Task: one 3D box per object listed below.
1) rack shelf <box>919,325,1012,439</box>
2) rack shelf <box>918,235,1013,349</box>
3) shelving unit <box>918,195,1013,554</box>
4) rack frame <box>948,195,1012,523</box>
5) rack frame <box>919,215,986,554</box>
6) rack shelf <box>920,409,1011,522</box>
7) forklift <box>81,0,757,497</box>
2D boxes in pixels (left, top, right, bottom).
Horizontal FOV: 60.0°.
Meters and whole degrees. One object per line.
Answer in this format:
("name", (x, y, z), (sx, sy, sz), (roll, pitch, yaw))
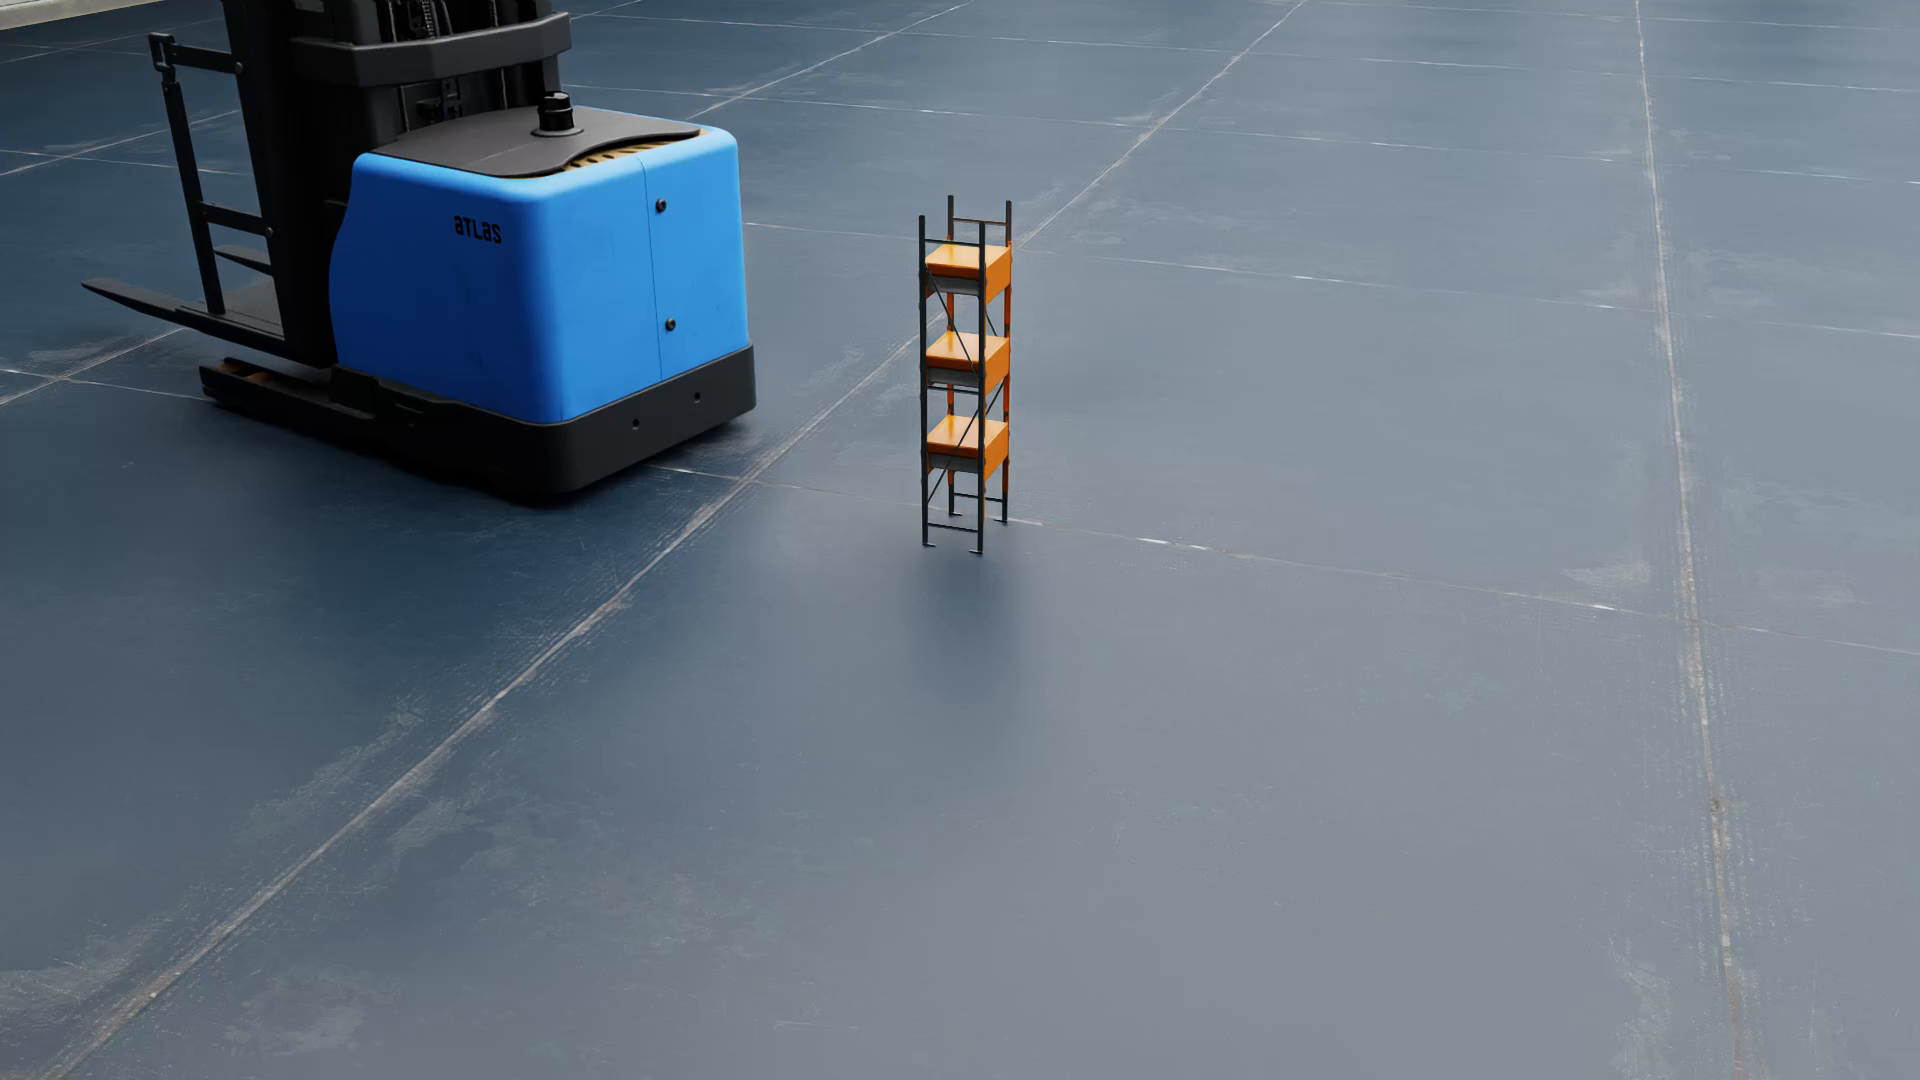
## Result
("rack shelf", (0.018, -0.485, 5.071), (0.215, 0.259, 0.240), (9, 27, 17))
("rack shelf", (0.018, -0.740, 4.948), (0.215, 0.259, 0.240), (9, 27, 17))
("shelving unit", (0.018, -0.495, 5.067), (0.215, 1.050, 0.252), (9, 27, 17))
("rack frame", (0.058, -0.545, 5.170), (0.200, 1.050, 0.008), (9, 27, 17))
("rack frame", (-0.023, -0.444, 4.963), (0.200, 1.050, 0.008), (9, 27, 17))
("rack shelf", (0.018, -0.235, 5.192), (0.215, 0.259, 0.240), (9, 27, 17))
("forklift", (-2.251, -1.947, 5.907), (3.031, 2.935, 1.130), (17, 30, 31))
